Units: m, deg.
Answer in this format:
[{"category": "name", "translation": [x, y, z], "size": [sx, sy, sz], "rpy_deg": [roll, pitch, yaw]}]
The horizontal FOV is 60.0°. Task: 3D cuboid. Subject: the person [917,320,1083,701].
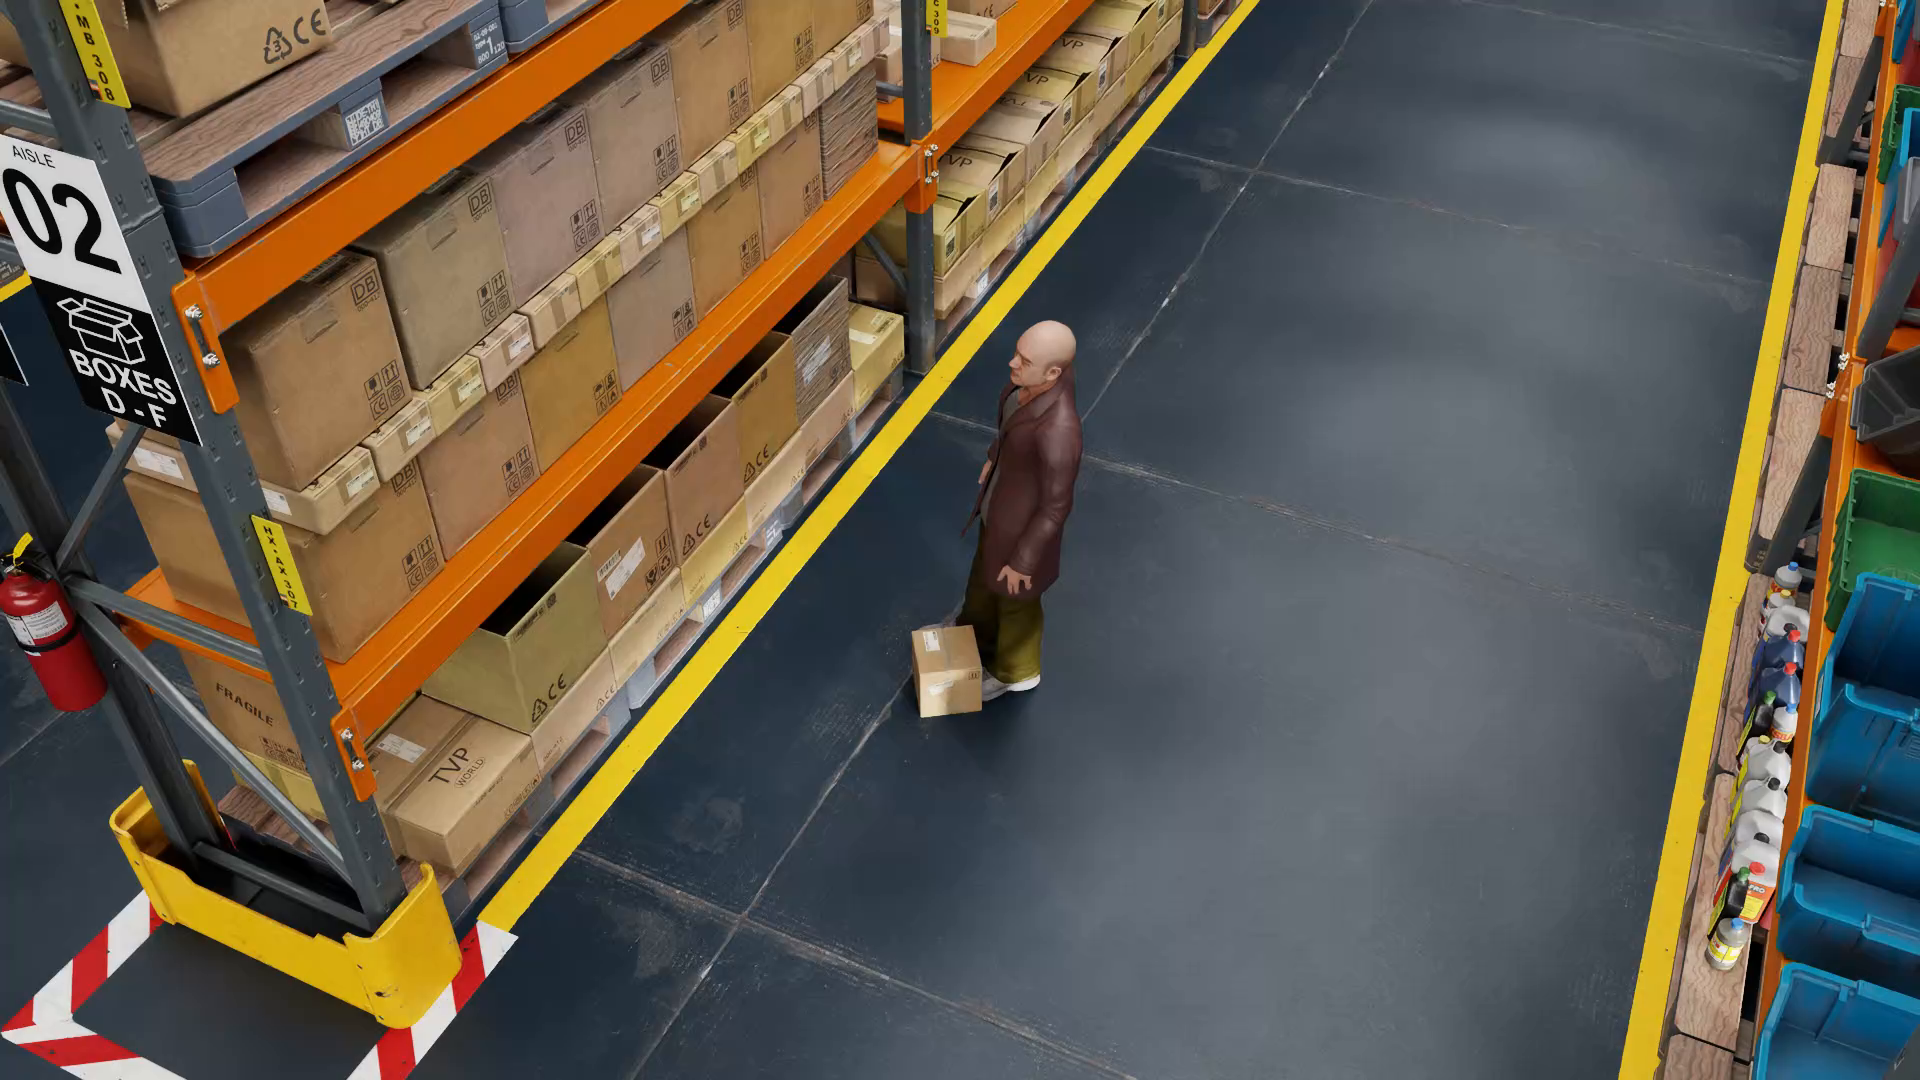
[{"category": "person", "translation": [0.135, -0.080, 6.246], "size": [0.580, 1.777, 0.698], "rpy_deg": [-4, 42, -5]}]
